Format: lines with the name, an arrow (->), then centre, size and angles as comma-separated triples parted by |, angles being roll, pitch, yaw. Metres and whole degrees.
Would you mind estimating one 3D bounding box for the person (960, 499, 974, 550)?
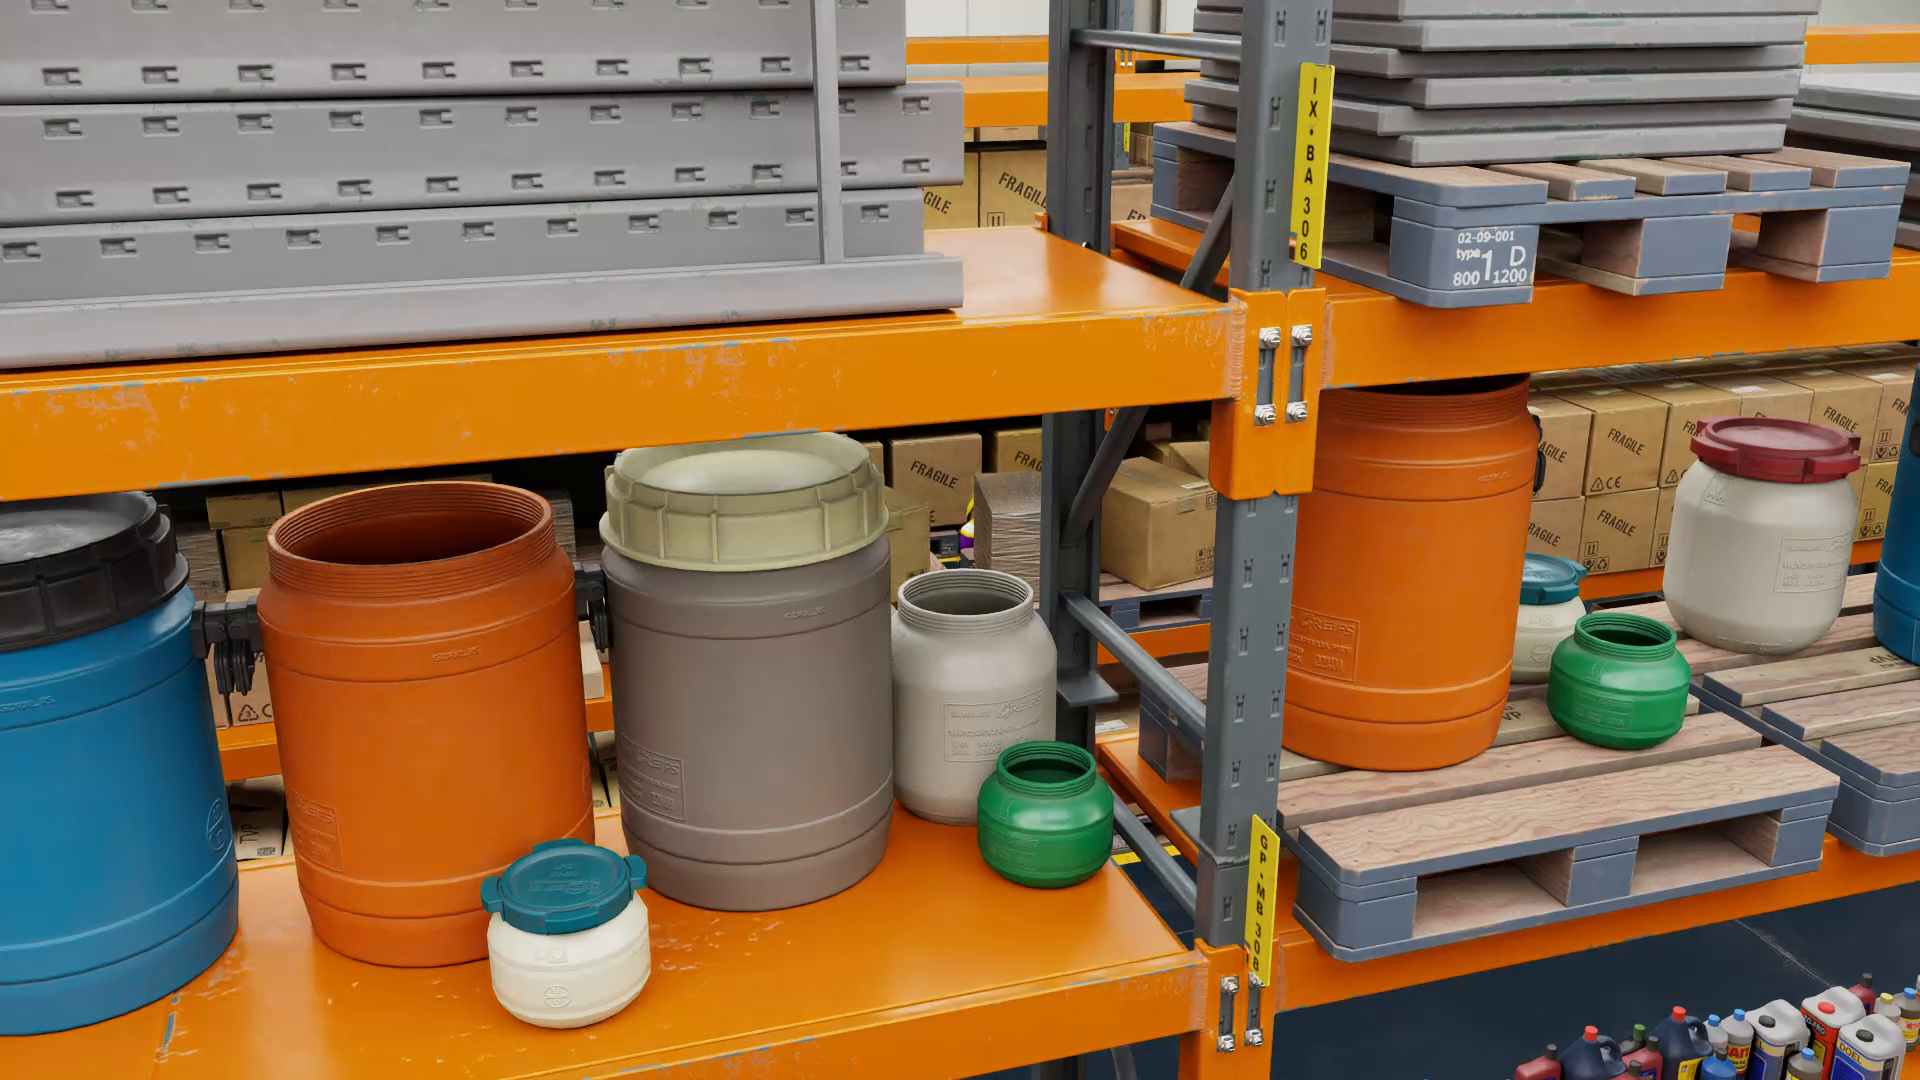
person -> 0.285, 0.195, 12.546 | 0.531, 0.861, 0.944 | -7, 20, -18
